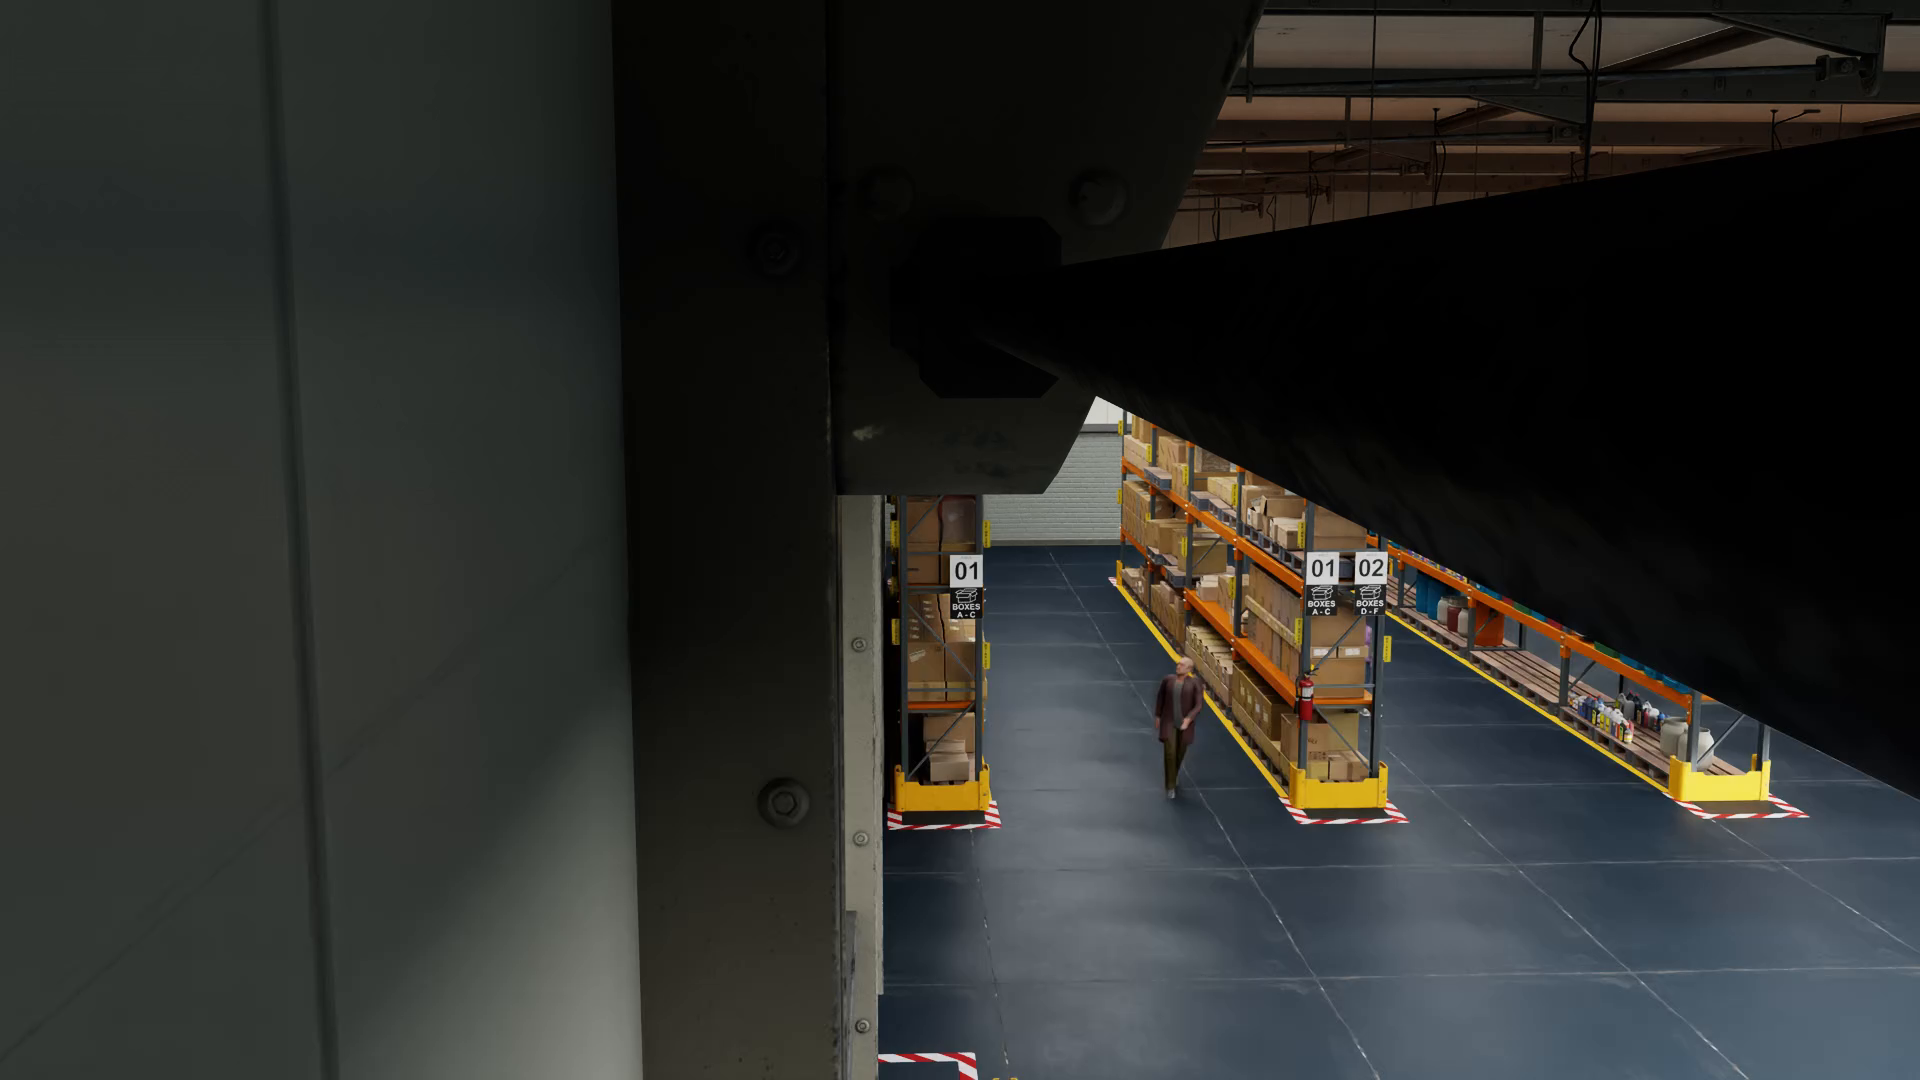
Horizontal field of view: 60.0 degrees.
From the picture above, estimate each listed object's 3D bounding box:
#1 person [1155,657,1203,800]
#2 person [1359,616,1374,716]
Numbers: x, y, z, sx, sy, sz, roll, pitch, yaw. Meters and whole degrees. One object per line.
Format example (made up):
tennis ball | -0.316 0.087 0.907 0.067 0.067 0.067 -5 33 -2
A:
person | 2.803 2.400 21.255 0.582 1.826 0.892 0 8 1
person | 6.058 1.839 25.286 0.544 1.555 0.840 -1 8 -7
